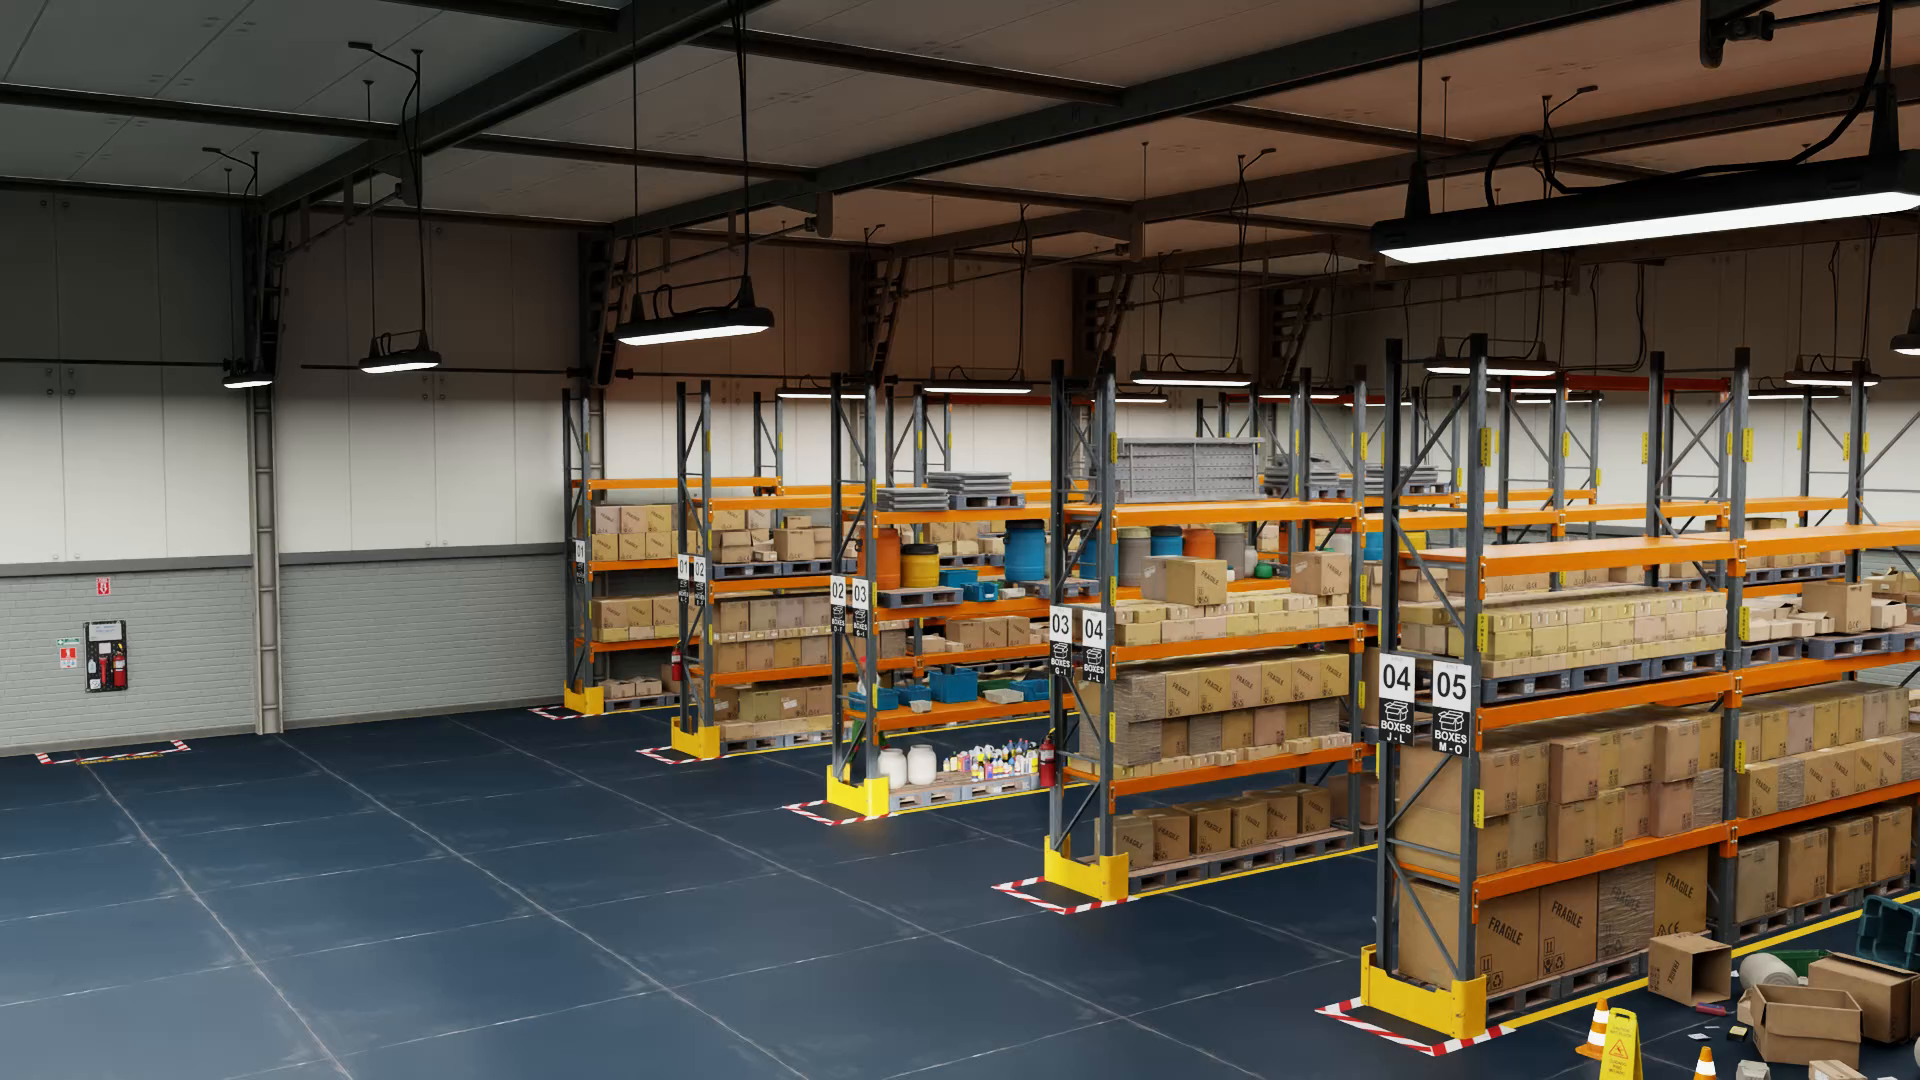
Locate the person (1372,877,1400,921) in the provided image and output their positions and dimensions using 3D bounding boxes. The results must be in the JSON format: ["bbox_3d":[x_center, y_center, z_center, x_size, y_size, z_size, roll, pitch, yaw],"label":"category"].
[{"bbox_3d":[4.730,3.241,17.511,0.903,1.552,0.432,-2,4,-32],"label":"person"}]

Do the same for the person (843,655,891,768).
[{"bbox_3d":[-1.472,2.628,25.436,0.978,1.746,0.565,-3,5,-37],"label":"person"}]
